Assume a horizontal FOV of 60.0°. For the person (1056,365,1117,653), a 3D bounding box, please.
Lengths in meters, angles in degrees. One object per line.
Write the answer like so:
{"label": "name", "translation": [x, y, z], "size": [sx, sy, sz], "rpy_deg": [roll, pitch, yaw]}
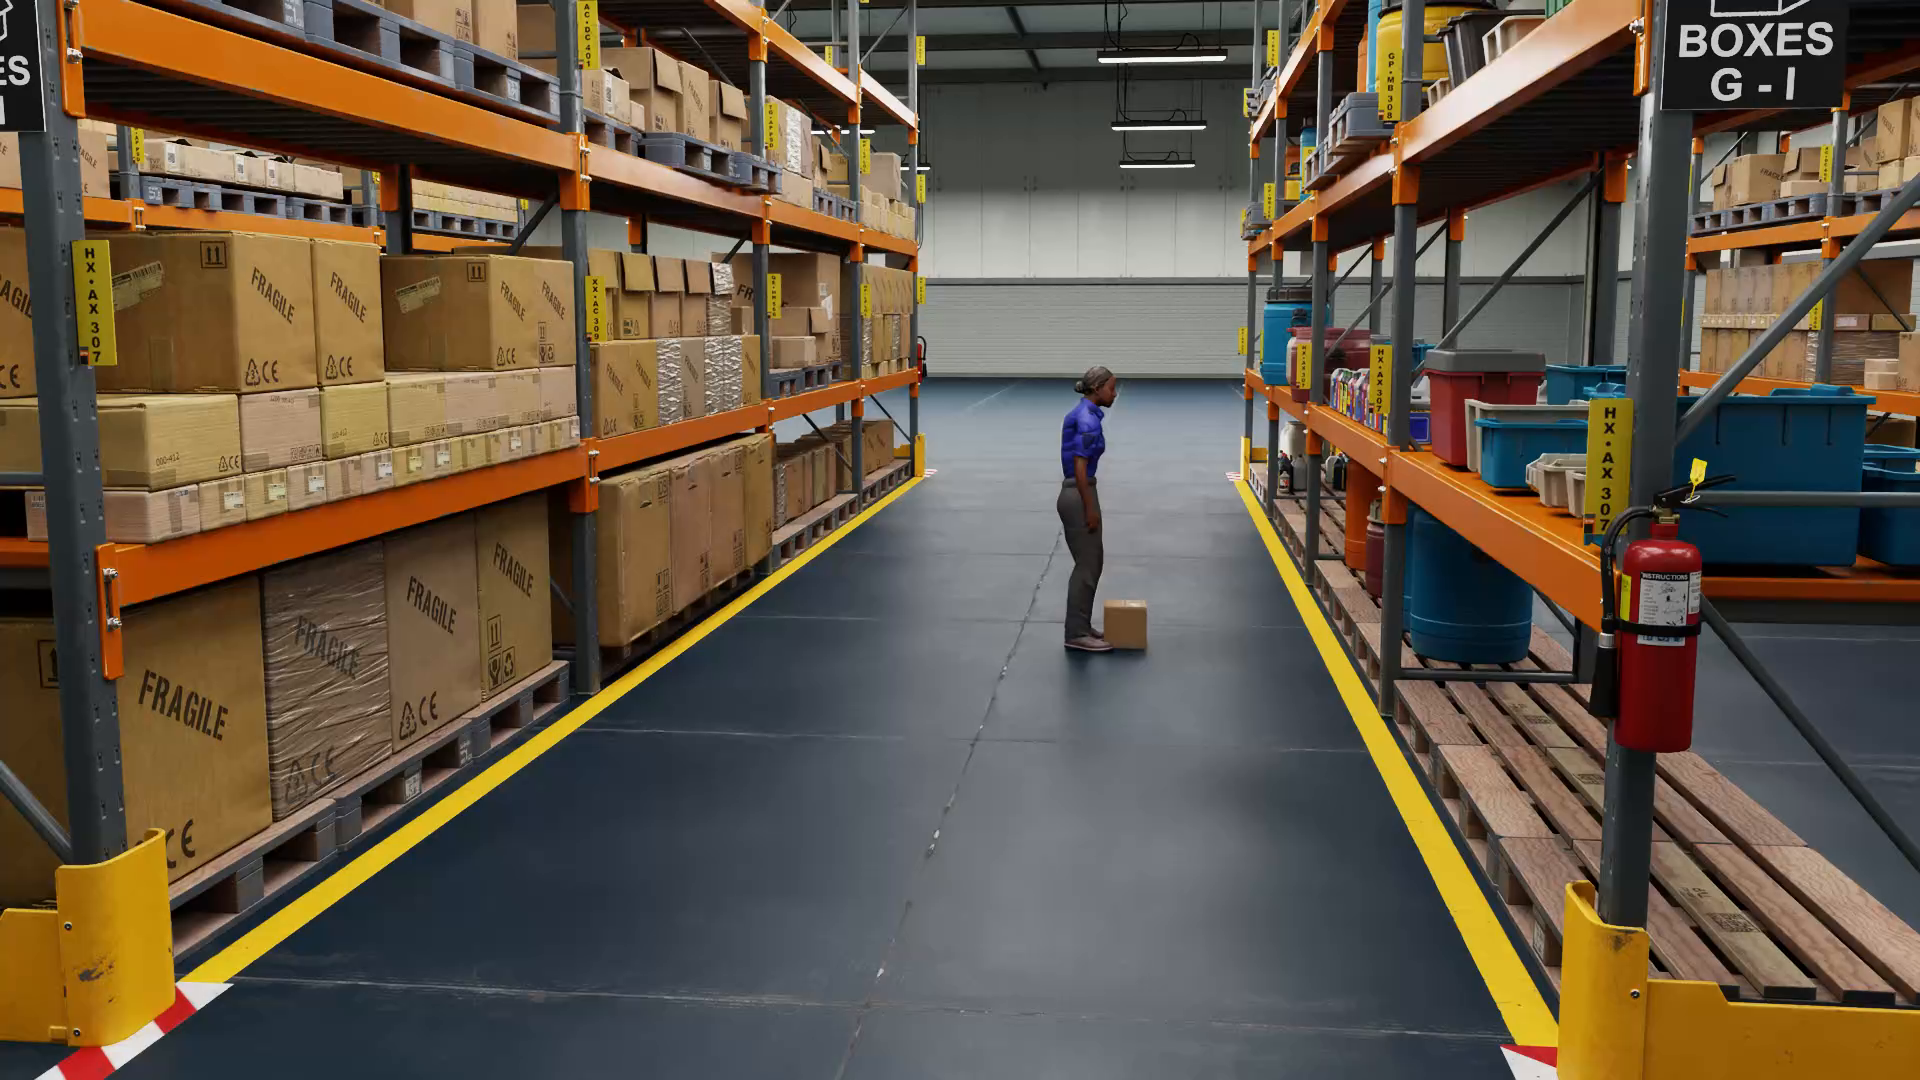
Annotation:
{"label": "person", "translation": [0.743, -0.198, 9.787], "size": [0.350, 1.653, 0.527], "rpy_deg": [0, 8, 3]}
